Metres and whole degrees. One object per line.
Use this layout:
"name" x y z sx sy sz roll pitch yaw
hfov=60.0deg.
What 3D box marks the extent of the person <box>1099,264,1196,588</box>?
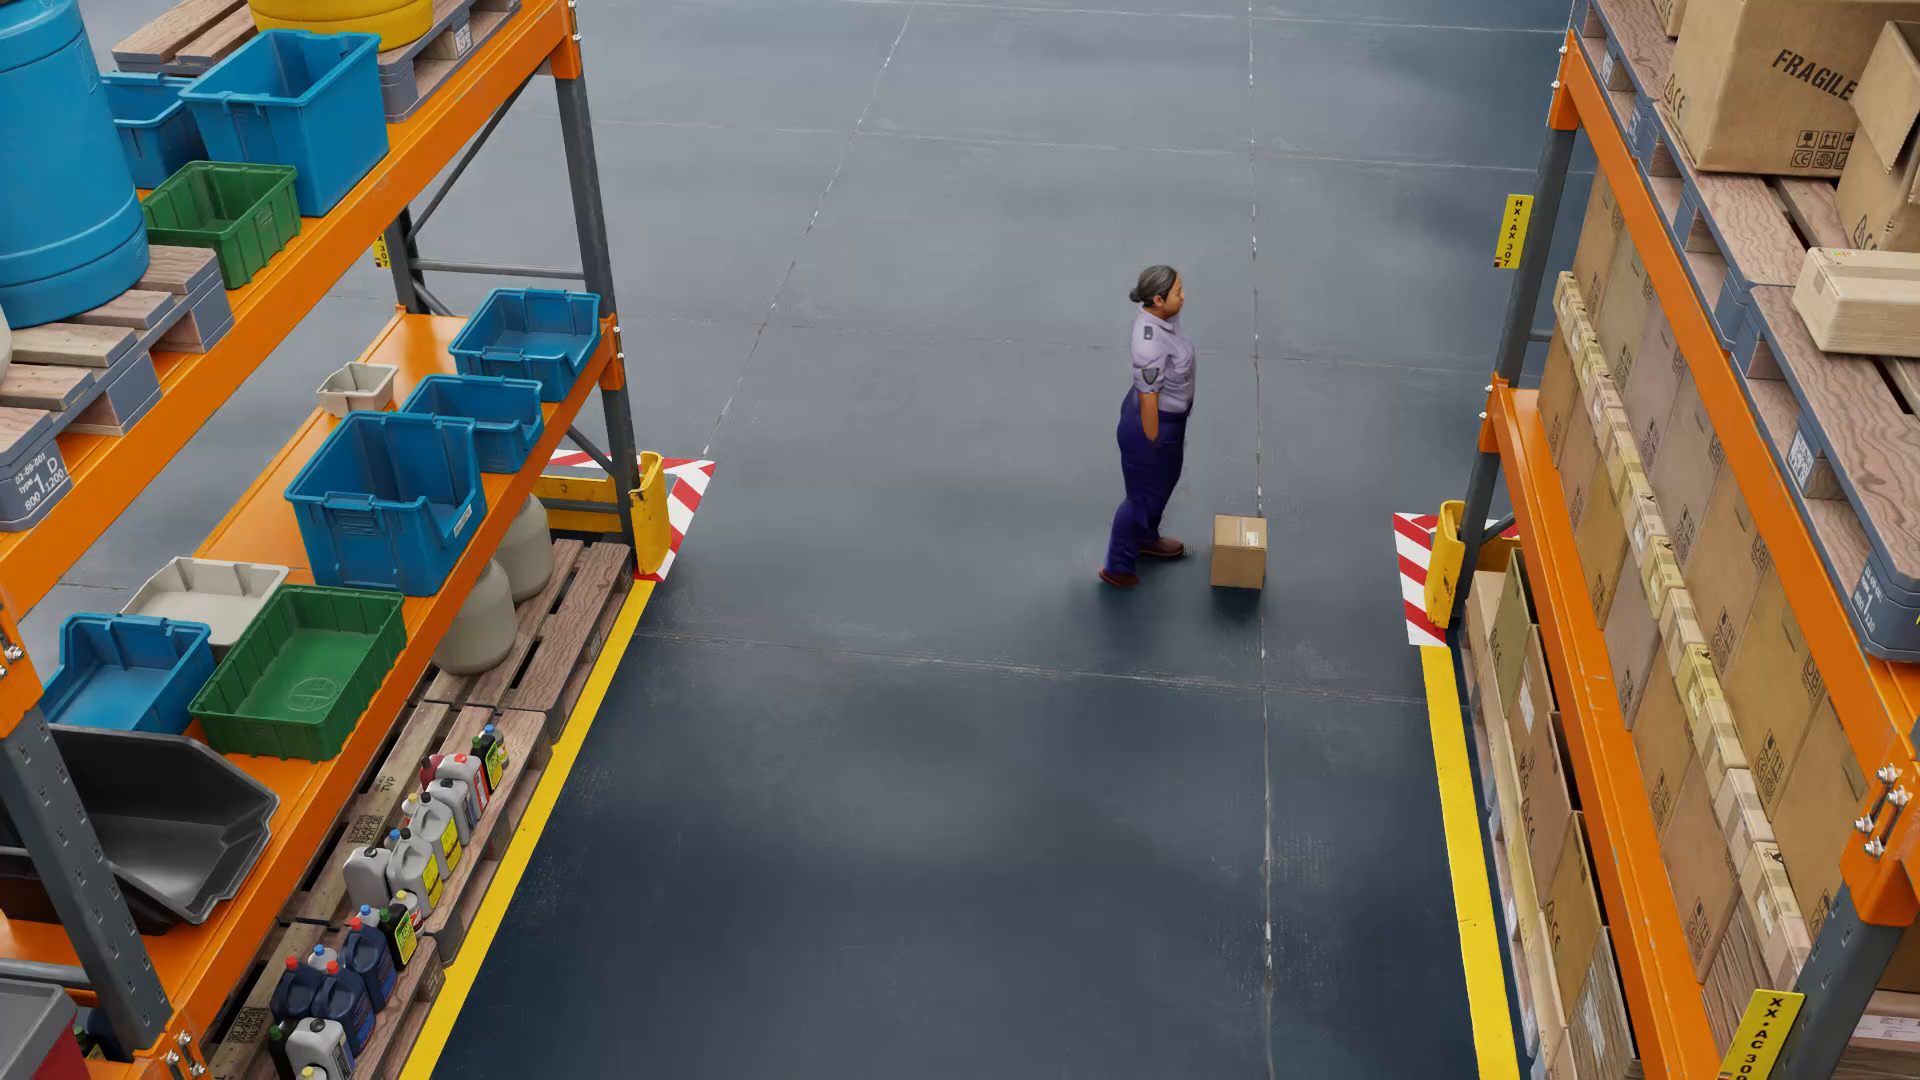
"person" 0.905 -0.515 7.819 0.408 1.716 0.469 5 37 7
